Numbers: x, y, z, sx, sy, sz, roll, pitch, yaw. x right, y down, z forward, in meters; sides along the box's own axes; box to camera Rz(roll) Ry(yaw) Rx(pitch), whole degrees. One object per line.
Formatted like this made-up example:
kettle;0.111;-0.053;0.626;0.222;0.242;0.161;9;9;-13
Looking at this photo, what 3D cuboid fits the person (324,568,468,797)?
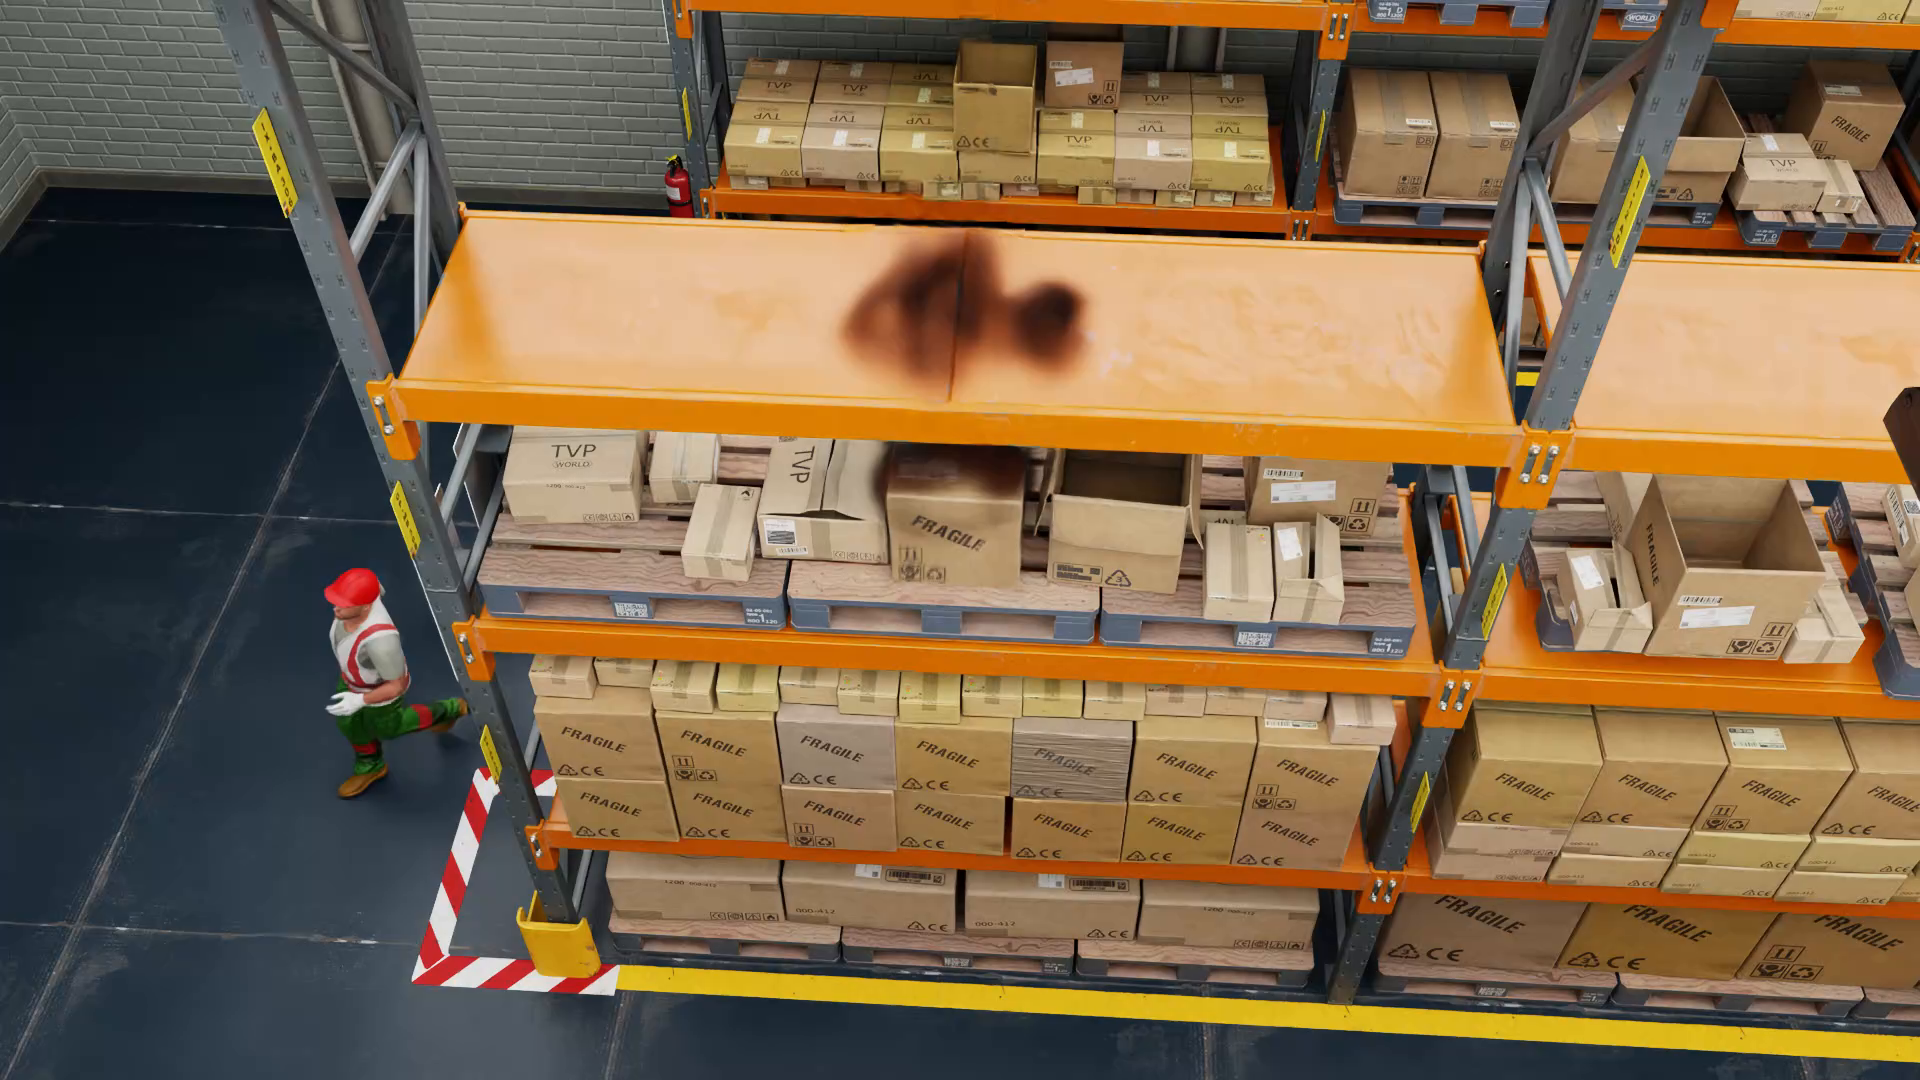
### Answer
person;-3.118;0.751;8.884;0.829;1.766;0.719;-29;54;-24
